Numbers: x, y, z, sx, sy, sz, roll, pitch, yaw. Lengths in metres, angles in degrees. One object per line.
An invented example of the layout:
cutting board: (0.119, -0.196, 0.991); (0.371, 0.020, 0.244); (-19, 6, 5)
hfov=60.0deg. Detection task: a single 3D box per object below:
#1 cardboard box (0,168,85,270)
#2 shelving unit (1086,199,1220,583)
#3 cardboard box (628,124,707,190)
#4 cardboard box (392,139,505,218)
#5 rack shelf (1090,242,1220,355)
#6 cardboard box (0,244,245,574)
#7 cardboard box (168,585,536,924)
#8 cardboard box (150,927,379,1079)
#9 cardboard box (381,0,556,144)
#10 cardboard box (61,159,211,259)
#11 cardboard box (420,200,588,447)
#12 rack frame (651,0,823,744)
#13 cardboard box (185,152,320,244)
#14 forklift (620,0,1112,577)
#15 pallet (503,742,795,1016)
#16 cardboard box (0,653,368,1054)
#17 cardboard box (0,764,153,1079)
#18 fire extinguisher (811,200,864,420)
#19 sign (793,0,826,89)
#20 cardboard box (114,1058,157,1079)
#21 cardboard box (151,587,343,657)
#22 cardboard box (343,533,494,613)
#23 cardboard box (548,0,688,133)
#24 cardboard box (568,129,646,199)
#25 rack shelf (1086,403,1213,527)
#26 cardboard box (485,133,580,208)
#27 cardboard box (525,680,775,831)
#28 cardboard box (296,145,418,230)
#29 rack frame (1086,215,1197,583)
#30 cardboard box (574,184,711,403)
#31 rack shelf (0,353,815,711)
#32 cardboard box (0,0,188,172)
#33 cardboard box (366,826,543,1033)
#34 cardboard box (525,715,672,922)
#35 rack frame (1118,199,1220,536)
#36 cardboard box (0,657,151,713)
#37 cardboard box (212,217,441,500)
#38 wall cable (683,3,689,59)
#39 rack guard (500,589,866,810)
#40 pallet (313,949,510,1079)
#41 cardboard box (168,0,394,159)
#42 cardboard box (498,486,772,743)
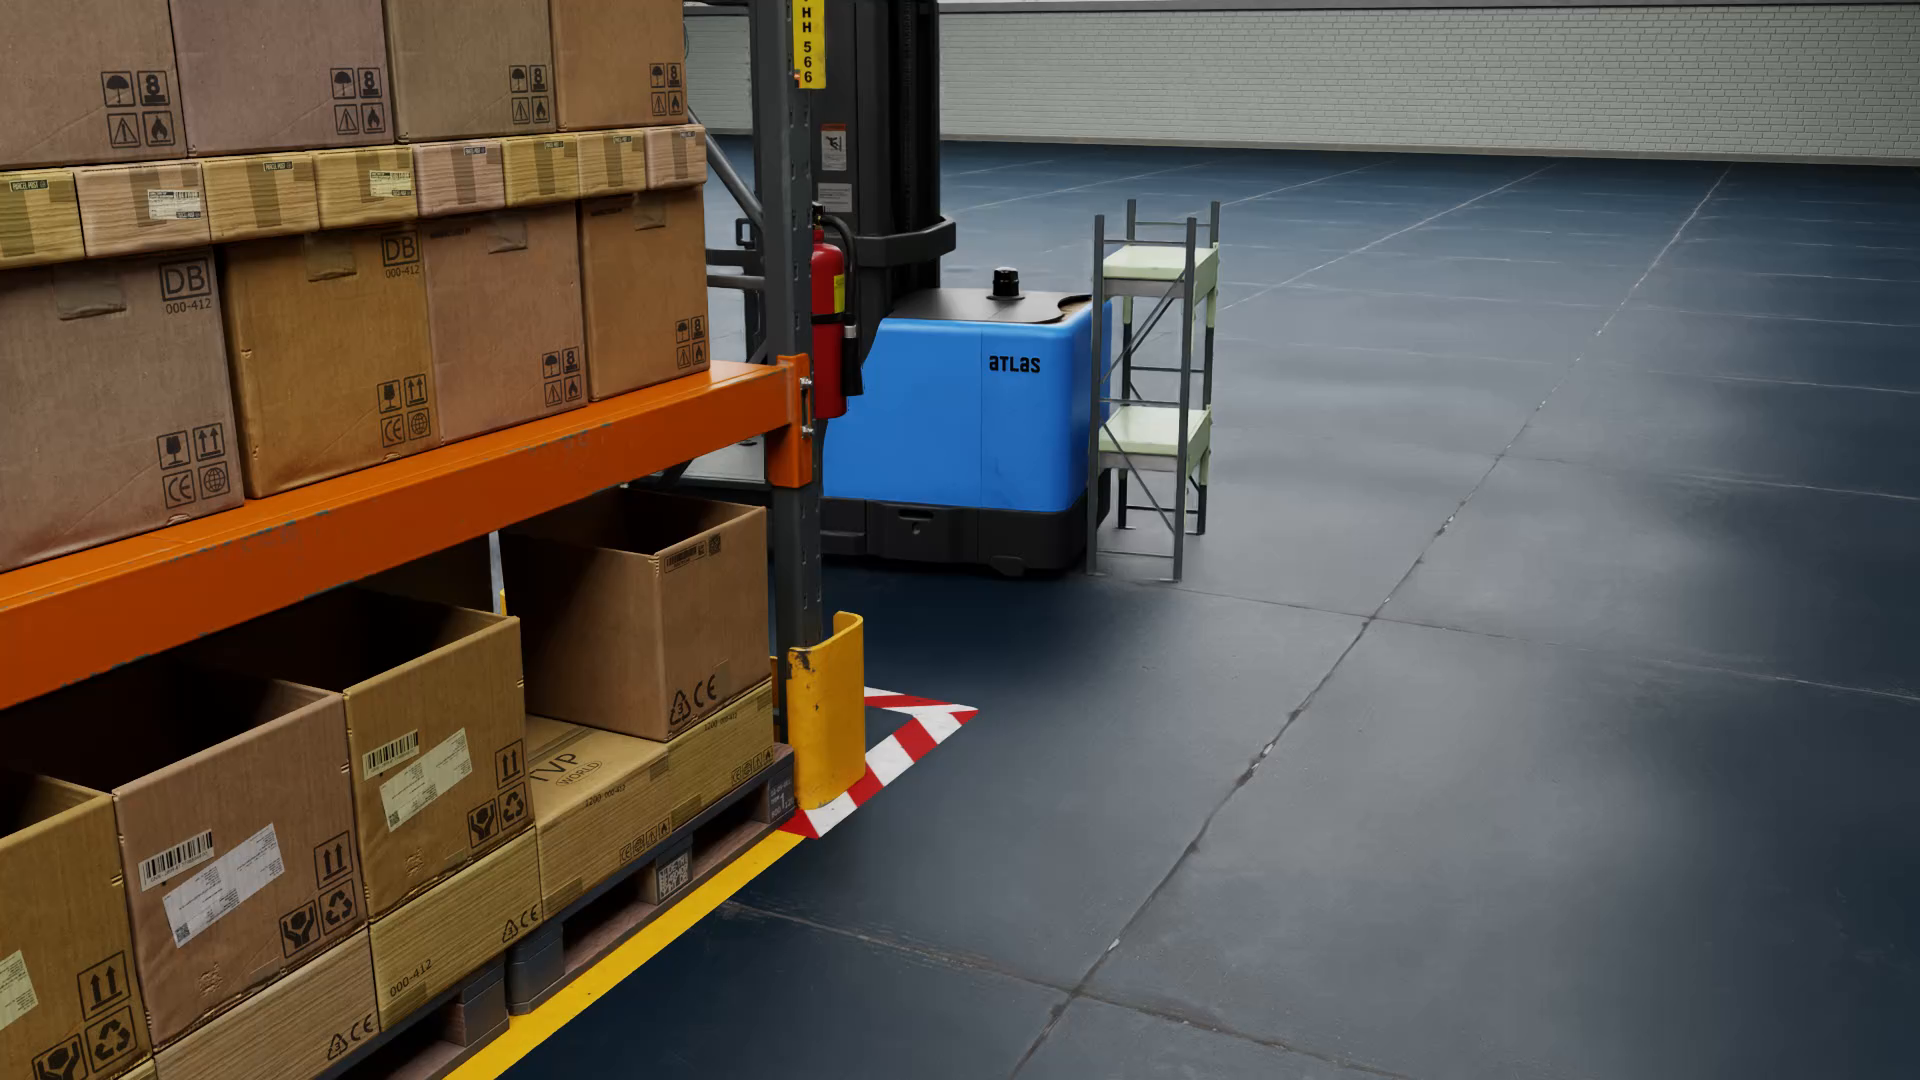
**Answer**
cardboard box: (-1.683, -0.532, 2.733); (0.380, 0.149, 0.250); (8, 18, 25)
shelving unit: (0.828, -0.657, 7.102); (0.431, 1.500, 0.755); (5, 17, 15)
cardboard box: (-0.878, -0.991, 4.277); (0.380, 0.149, 0.250); (8, 18, 24)
cardboard box: (-1.223, -0.795, 3.617); (0.380, 0.149, 0.250); (8, 18, 26)
rack shelf: (0.828, -1.031, 6.991); (0.431, 0.370, 0.720); (5, 17, 15)
cardboard box: (-1.787, -0.289, 3.055); (0.700, 0.500, 0.500); (9, 19, 27)
cardboard box: (-1.285, 0.435, 3.566); (0.500, 0.500, 0.500); (8, 18, 25)
cardboard box: (-1.513, 0.921, 3.246); (0.500, 0.250, 0.500); (8, 18, 25)
cardboard box: (-1.352, -1.158, 3.700); (0.700, 0.500, 0.500); (8, 18, 24)
cardboard box: (-1.570, -0.595, 2.946); (0.380, 0.149, 0.250); (8, 18, 25)
cardboard box: (-1.328, -0.550, 3.931); (0.700, 0.500, 0.500); (9, 19, 27)
rack frame: (-0.878, -0.753, 4.793); (1.000, 3.000, 0.127); (8, 18, 25)
cardboard box: (-1.456, -0.661, 3.166); (0.380, 0.149, 0.250); (9, 19, 27)
forklift: (-0.879, -1.467, 7.316); (3.031, 2.935, 1.130); (5, 17, 15)
pallet: (-1.182, 0.783, 4.516); (1.003, 0.211, 1.213); (8, 18, 25)
cardboard box: (-1.510, 0.562, 3.138); (0.500, 0.500, 0.500); (8, 18, 25)
cardboard box: (-1.731, 0.690, 2.708); (0.500, 0.500, 0.500); (8, 18, 25)
fire extinguisher: (-0.410, -0.687, 4.706); (0.296, 0.674, 0.183); (8, 18, 25)
sign: (-0.399, -1.349, 4.350); (0.100, 0.325, 0.005); (8, 18, 25)
cardboard box: (-1.731, 1.049, 2.815); (0.500, 0.250, 0.500); (8, 18, 25)
cardboard box: (-1.750, 0.369, 3.789); (0.500, 0.500, 0.500); (8, 18, 25)
cardboard box: (-1.538, 0.240, 4.223); (0.500, 0.500, 0.500); (8, 18, 25)
cardboard box: (-1.122, -1.292, 4.153); (0.700, 0.500, 0.500); (8, 18, 26)
cardboard box: (-0.994, -0.924, 4.052); (0.380, 0.149, 0.250); (9, 19, 27)
rack shelf: (0.827, -0.345, 7.195); (0.431, 0.370, 0.720); (5, 17, 15)
cardboard box: (-1.108, -0.859, 3.832); (0.380, 0.149, 0.250); (8, 18, 25)
cardboard box: (-0.853, 0.538, 4.538); (0.500, 0.250, 0.500); (8, 18, 25)
cardboard box: (-1.340, -0.728, 3.392); (0.380, 0.149, 0.250); (9, 19, 27)
rack frame: (0.730, -0.557, 6.764); (0.400, 1.500, 0.023); (5, 17, 15)
cardboard box: (-1.098, -0.684, 4.383); (0.700, 0.500, 0.500); (8, 18, 25)
rack shelf: (-1.772, 0.101, 3.180); (1.077, 0.370, 4.000); (8, 18, 25)
cardboard box: (-1.800, -0.902, 2.838); (0.700, 0.500, 0.500); (8, 18, 25)
cardboard box: (-1.288, 0.794, 3.674); (0.500, 0.250, 0.500); (8, 18, 25)
cardboard box: (-1.066, 0.666, 4.104); (0.500, 0.250, 0.500); (8, 18, 25)
rack frame: (0.926, -0.758, 7.440); (0.400, 1.500, 0.023); (5, 17, 15)
cardboard box: (-1.989, 0.494, 3.368); (0.500, 0.500, 0.500); (8, 18, 25)
cardboard box: (-1.556, -0.424, 3.508); (0.700, 0.500, 0.500); (8, 18, 26)
wall cable: (-8.259, -13.454, 42.471); (3.097, 2.526, 0.112); (8, 18, 25)
rack guard: (-0.867, 0.439, 5.169); (1.175, 0.500, 0.348); (8, 18, 25)
pallet: (-1.729, 1.093, 3.473); (1.003, 0.211, 1.213); (8, 18, 25)
cardboard box: (-1.576, -1.029, 3.267); (0.700, 0.500, 0.500); (8, 18, 26)
cardboard box: (-0.851, 0.178, 4.430); (0.500, 0.500, 0.500); (8, 18, 25)
